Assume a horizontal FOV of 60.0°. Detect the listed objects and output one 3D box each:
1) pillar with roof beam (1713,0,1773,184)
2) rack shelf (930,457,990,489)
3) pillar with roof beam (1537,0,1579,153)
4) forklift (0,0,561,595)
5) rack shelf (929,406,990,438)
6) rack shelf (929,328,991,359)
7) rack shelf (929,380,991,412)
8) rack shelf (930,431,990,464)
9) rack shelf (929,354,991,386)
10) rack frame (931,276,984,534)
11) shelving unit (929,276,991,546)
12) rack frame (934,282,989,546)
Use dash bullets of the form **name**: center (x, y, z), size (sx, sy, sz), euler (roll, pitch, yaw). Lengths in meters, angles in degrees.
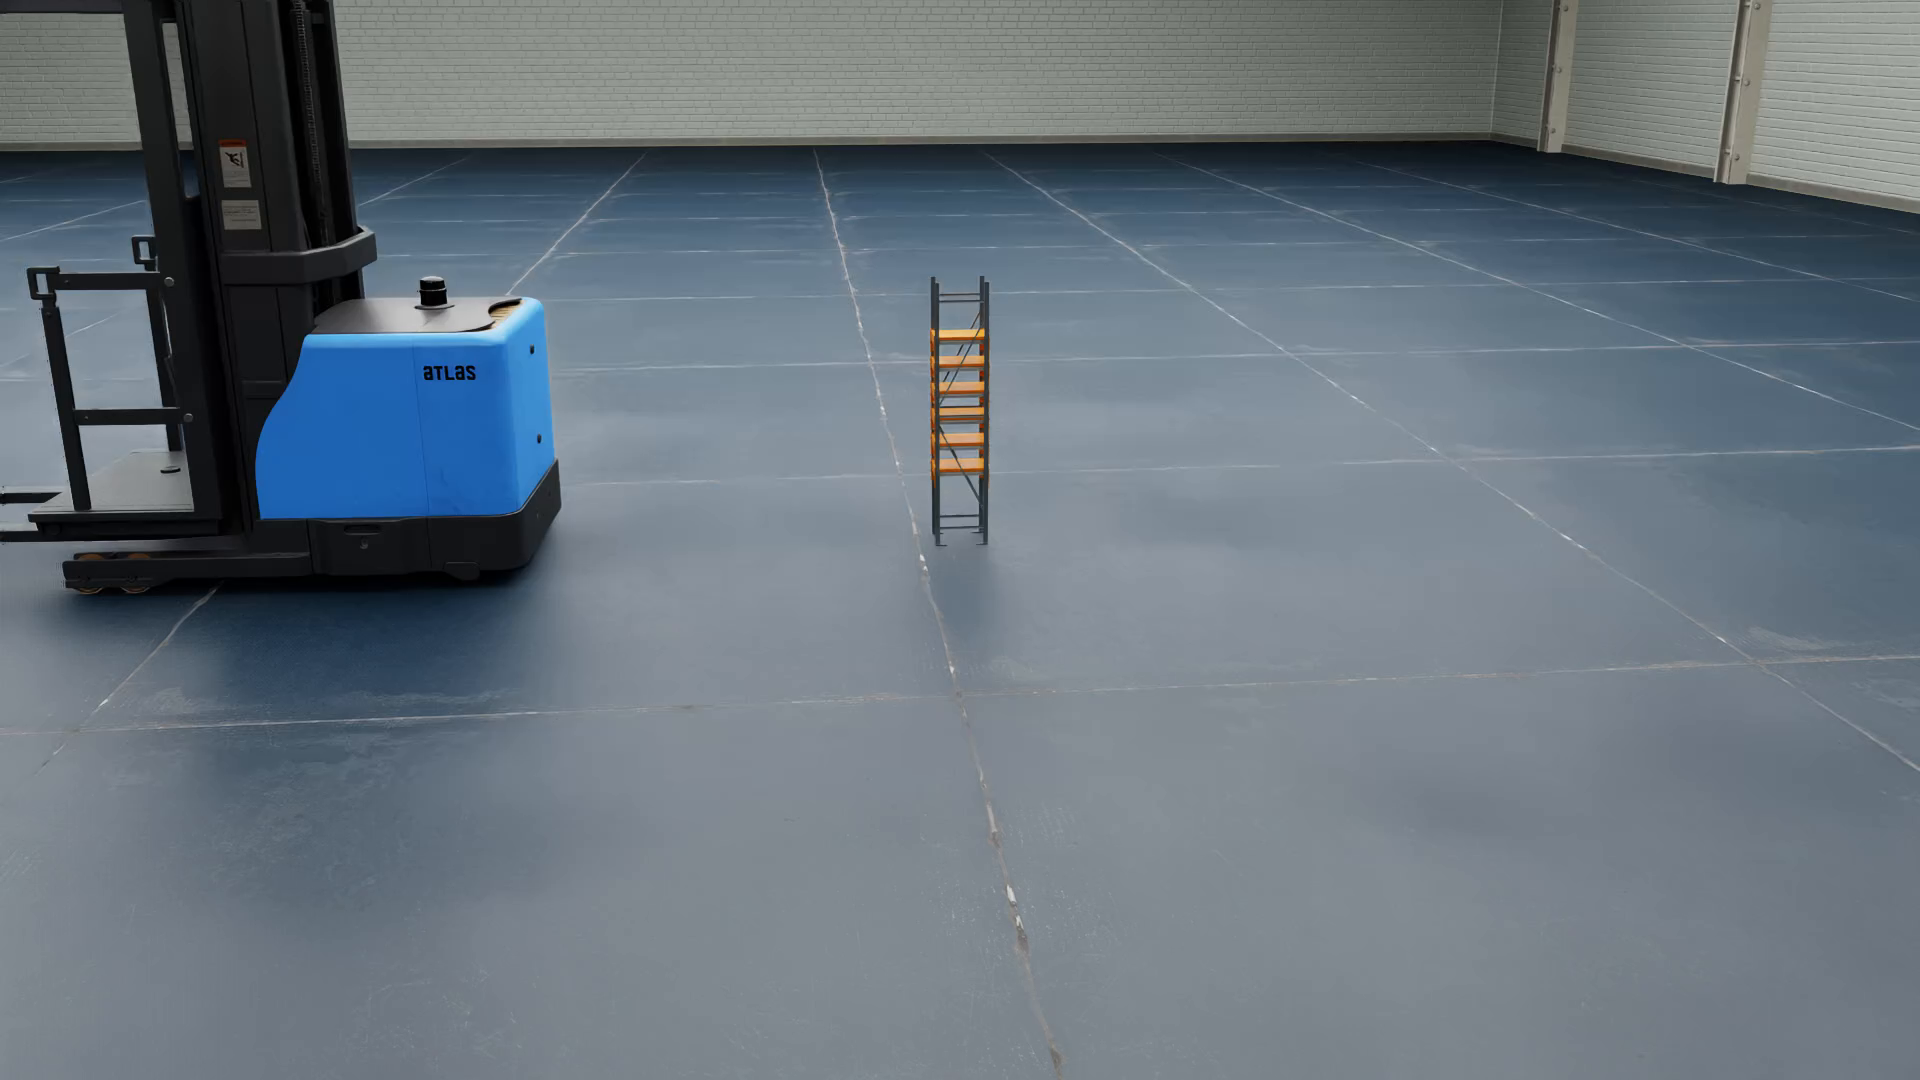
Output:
- **pillar with roof beam**: center (6.973, -9.377, 22.522), size (9.100, 9.000, 0.400), euler (-2, 18, -6)
- **rack shelf**: center (-0.001, -0.305, 7.596), size (0.258, 0.103, 0.180), euler (-2, 18, -6)
- **pillar with roof beam**: center (6.354, -11.165, 28.216), size (9.100, 9.000, 0.400), euler (-2, 18, -6)
- **forklift**: center (-3.390, -1.334, 7.032), size (3.031, 2.935, 1.130), euler (-1, 17, -3)
- **rack shelf**: center (-0.001, -0.534, 7.524), size (0.258, 0.103, 0.180), euler (-2, 18, -6)
- **rack shelf**: center (-0.002, -0.878, 7.417), size (0.258, 0.103, 0.180), euler (-2, 18, -6)
- **rack shelf**: center (-0.001, -0.649, 7.488), size (0.258, 0.103, 0.180), euler (-2, 18, -6)
- **rack shelf**: center (-0.001, -0.420, 7.560), size (0.258, 0.103, 0.180), euler (-2, 18, -6)
- **rack shelf**: center (-0.002, -0.763, 7.453), size (0.258, 0.103, 0.180), euler (-2, 18, -6)
- **rack frame**: center (-0.011, -0.604, 7.598), size (0.240, 1.200, 0.006), euler (-2, 18, -6)
- **shelving unit**: center (-0.001, -0.577, 7.511), size (0.258, 1.200, 0.189), euler (-2, 18, -6)
- **rack frame**: center (0.008, -0.550, 7.424), size (0.240, 1.200, 0.006), euler (-2, 18, -6)
